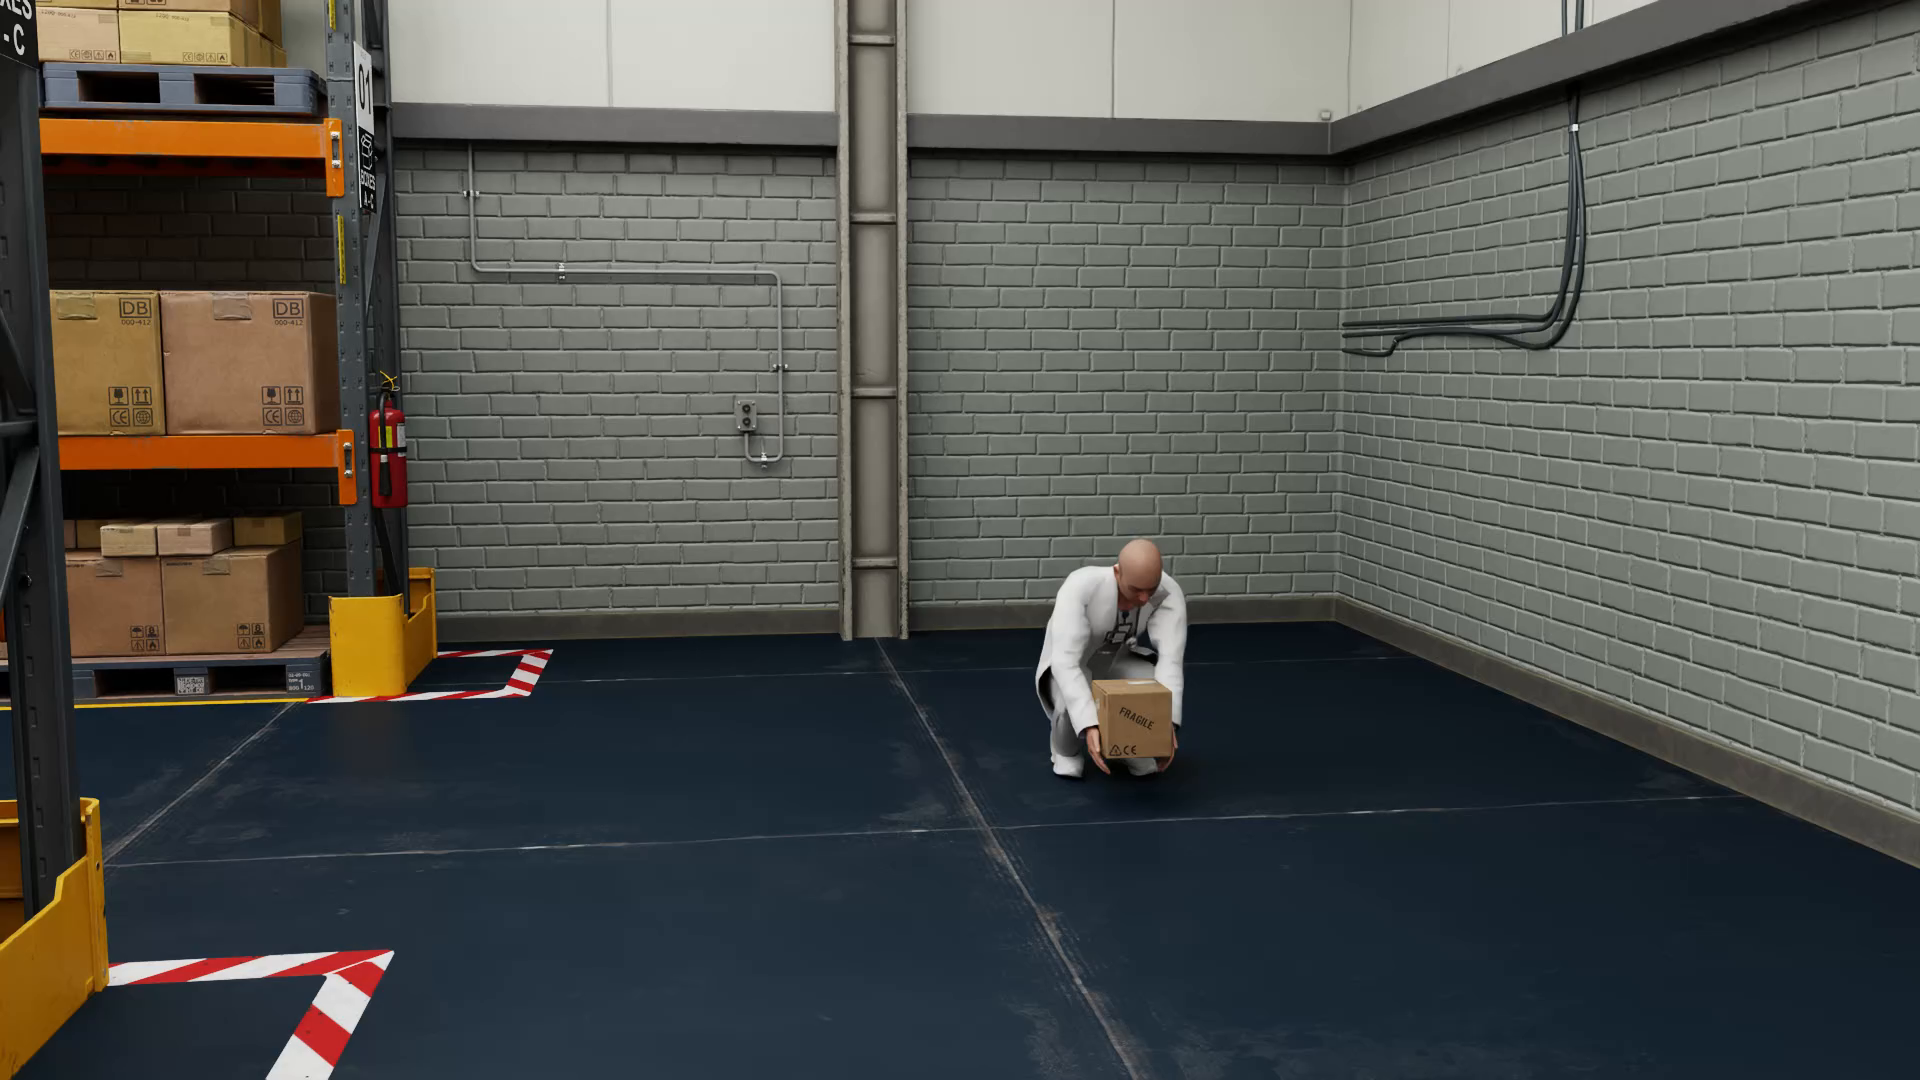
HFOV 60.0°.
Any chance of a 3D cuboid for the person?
[{"bbox_3d":[0.597,0.469,6.628,0.578,0.996,0.902,-1,6,-9],"label":"person"}]
